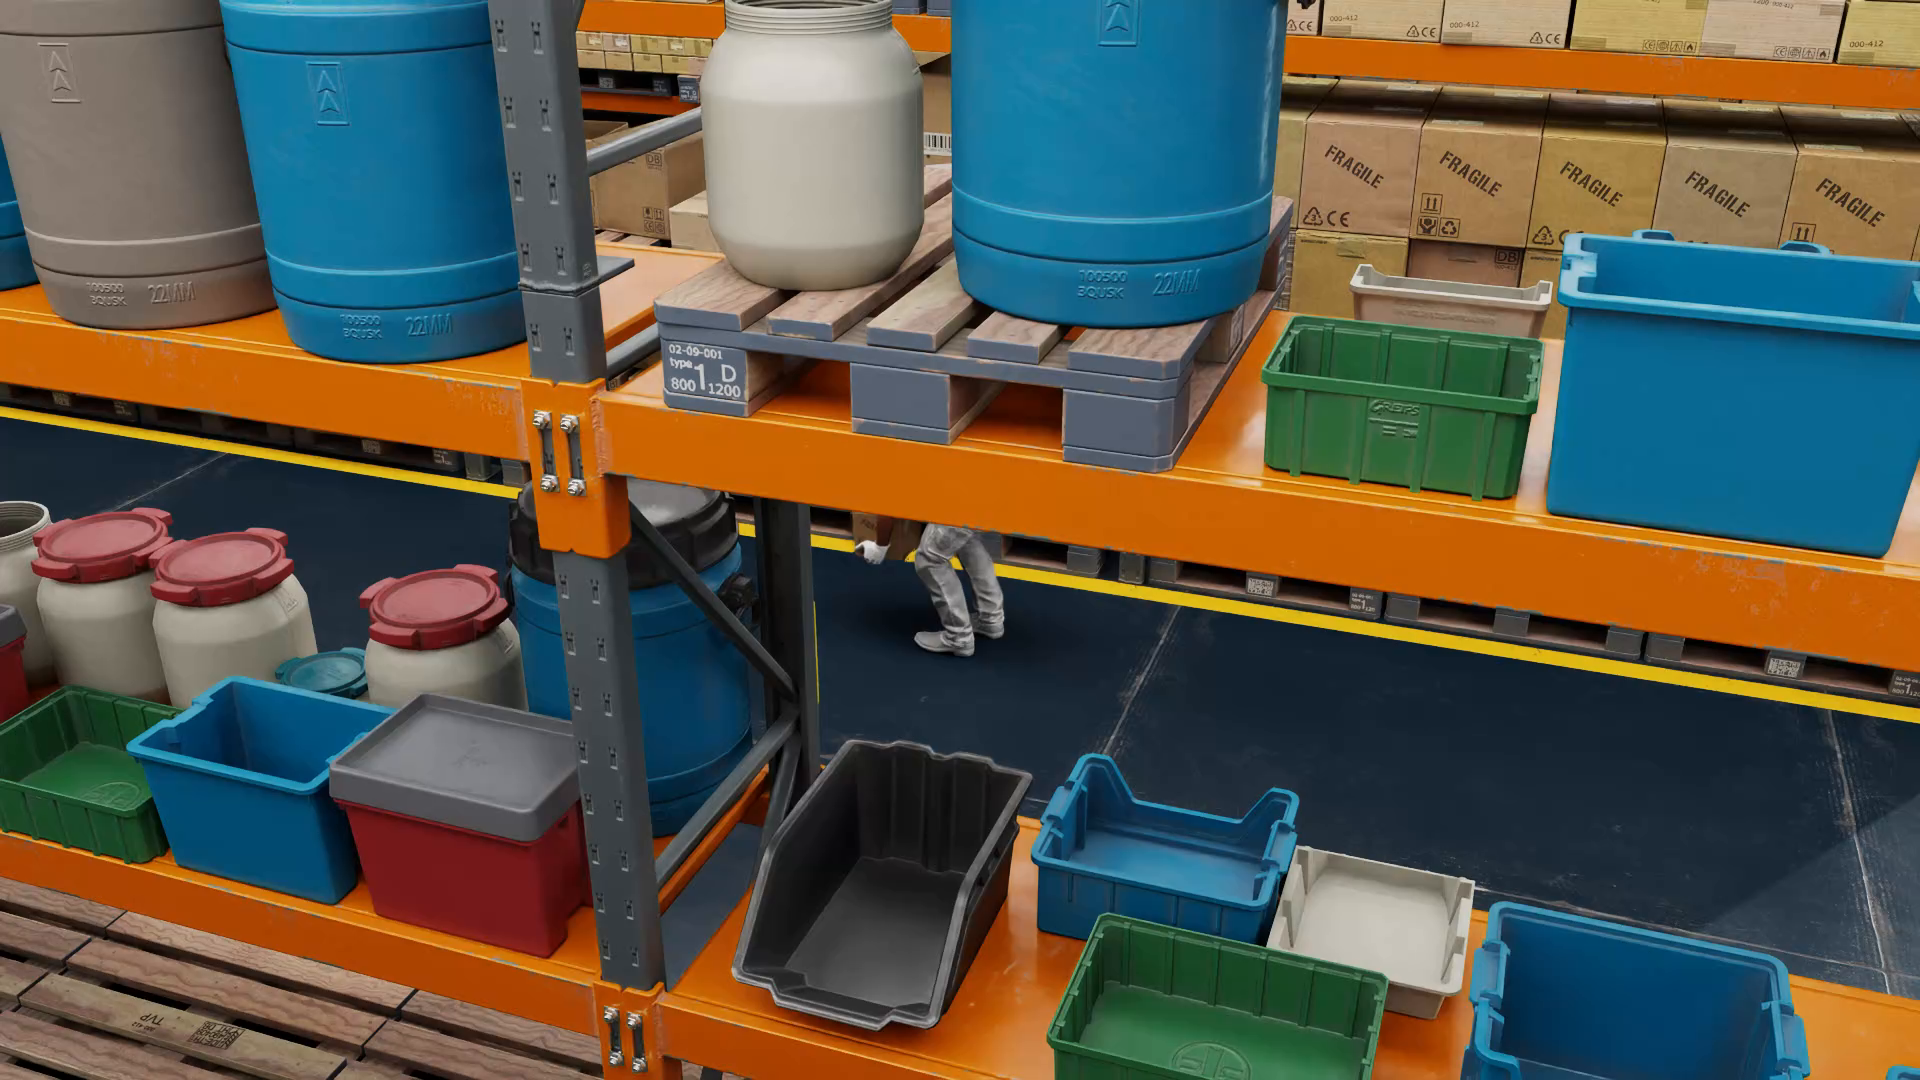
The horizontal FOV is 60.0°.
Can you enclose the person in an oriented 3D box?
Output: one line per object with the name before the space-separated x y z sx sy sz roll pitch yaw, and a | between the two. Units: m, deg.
person | -0.156 -0.107 7.910 0.946 1.264 0.513 11 28 22
